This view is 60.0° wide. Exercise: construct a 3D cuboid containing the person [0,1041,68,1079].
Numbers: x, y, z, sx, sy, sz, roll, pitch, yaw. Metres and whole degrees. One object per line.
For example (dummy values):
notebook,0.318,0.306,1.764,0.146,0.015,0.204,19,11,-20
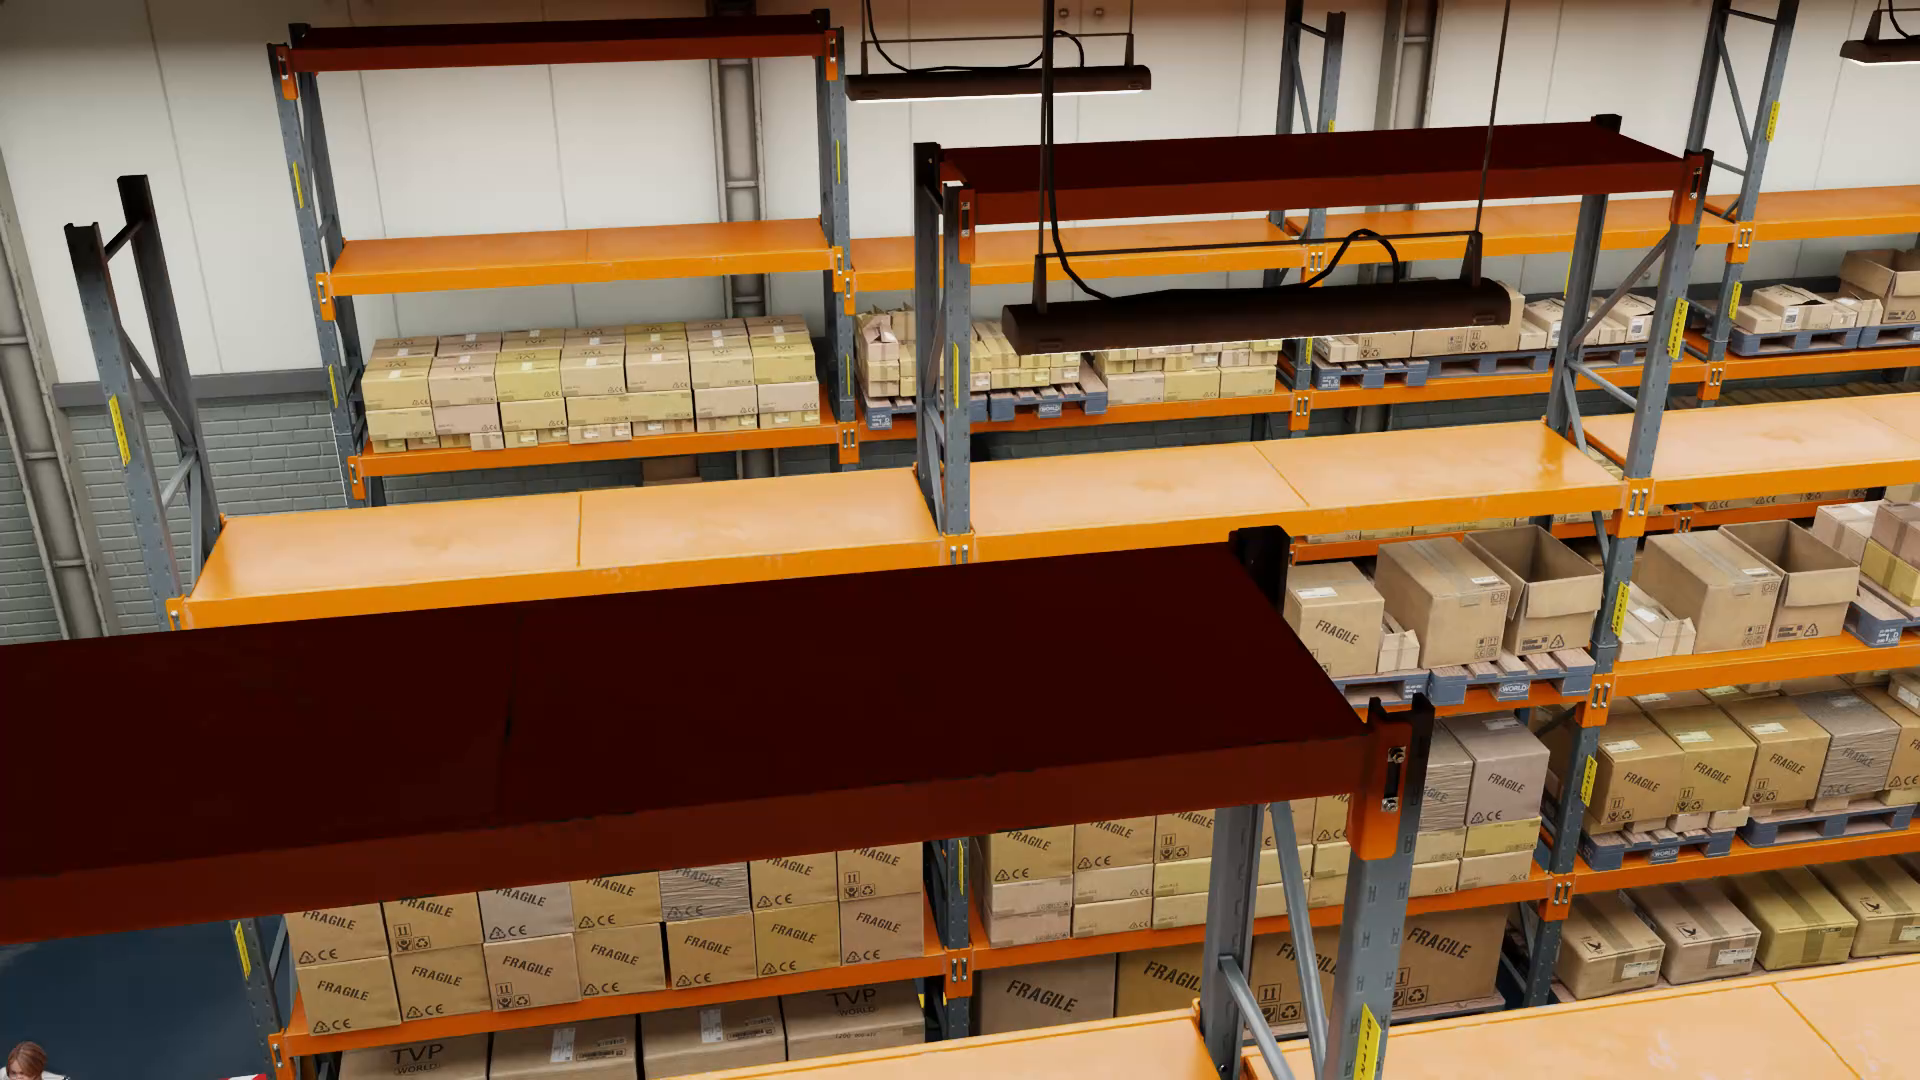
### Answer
person,-5.164,3.428,9.418,0.574,1.620,0.641,-2,26,-5
